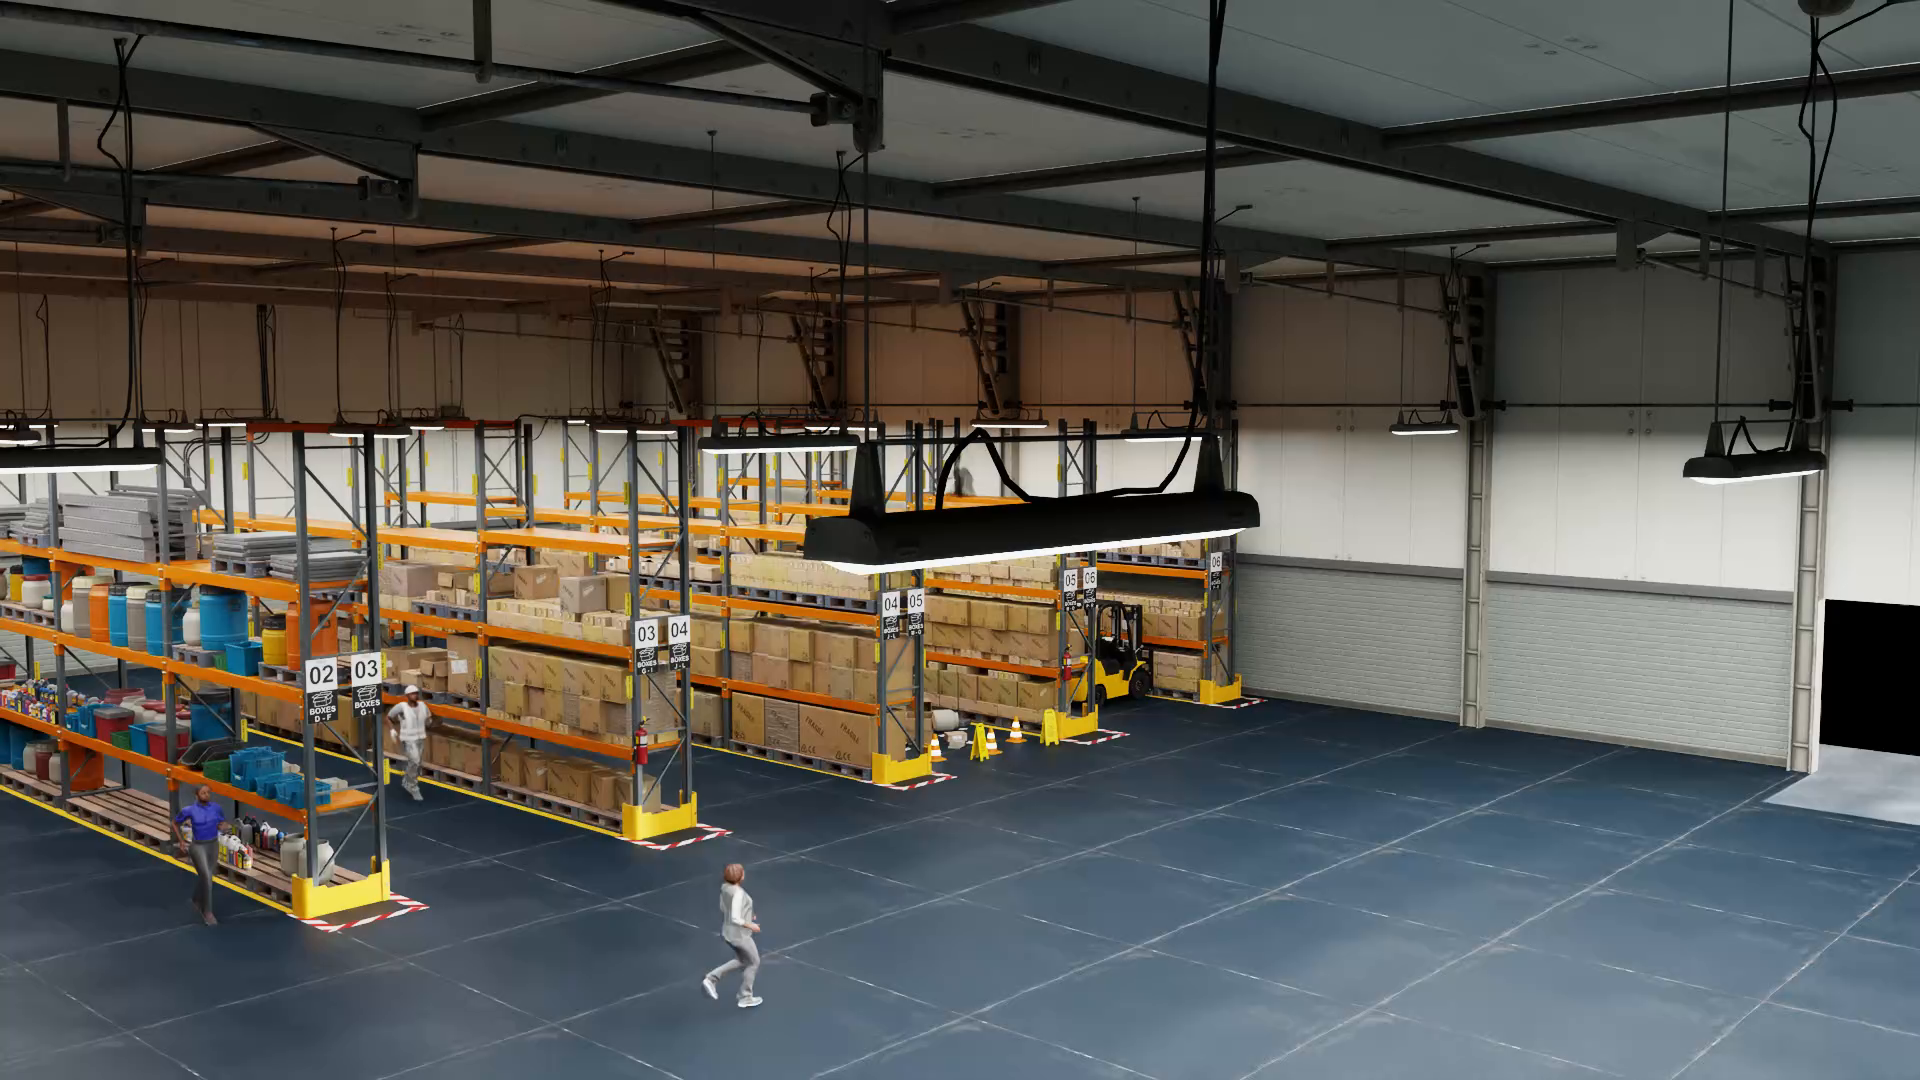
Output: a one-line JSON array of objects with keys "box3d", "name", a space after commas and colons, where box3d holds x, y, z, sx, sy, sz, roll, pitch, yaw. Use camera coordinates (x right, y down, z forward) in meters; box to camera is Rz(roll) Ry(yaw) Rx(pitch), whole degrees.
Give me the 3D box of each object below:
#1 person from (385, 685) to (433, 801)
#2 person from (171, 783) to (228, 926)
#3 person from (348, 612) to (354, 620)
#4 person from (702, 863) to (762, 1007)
[{"box3d": [-8.814, 3.253, 26.787, 0.785, 1.846, 0.661, 3, 6, 35], "name": "person"}, {"box3d": [-9.284, 3.838, 20.413, 0.755, 1.719, 0.546, 3, 6, 33], "name": "person"}, {"box3d": [-13.631, 2.415, 37.199, 0.670, 1.807, 0.897, -3, 6, -34], "name": "person"}, {"box3d": [-2.363, 4.134, 17.358, 0.637, 1.551, 0.540, -3, 5, -30], "name": "person"}]
